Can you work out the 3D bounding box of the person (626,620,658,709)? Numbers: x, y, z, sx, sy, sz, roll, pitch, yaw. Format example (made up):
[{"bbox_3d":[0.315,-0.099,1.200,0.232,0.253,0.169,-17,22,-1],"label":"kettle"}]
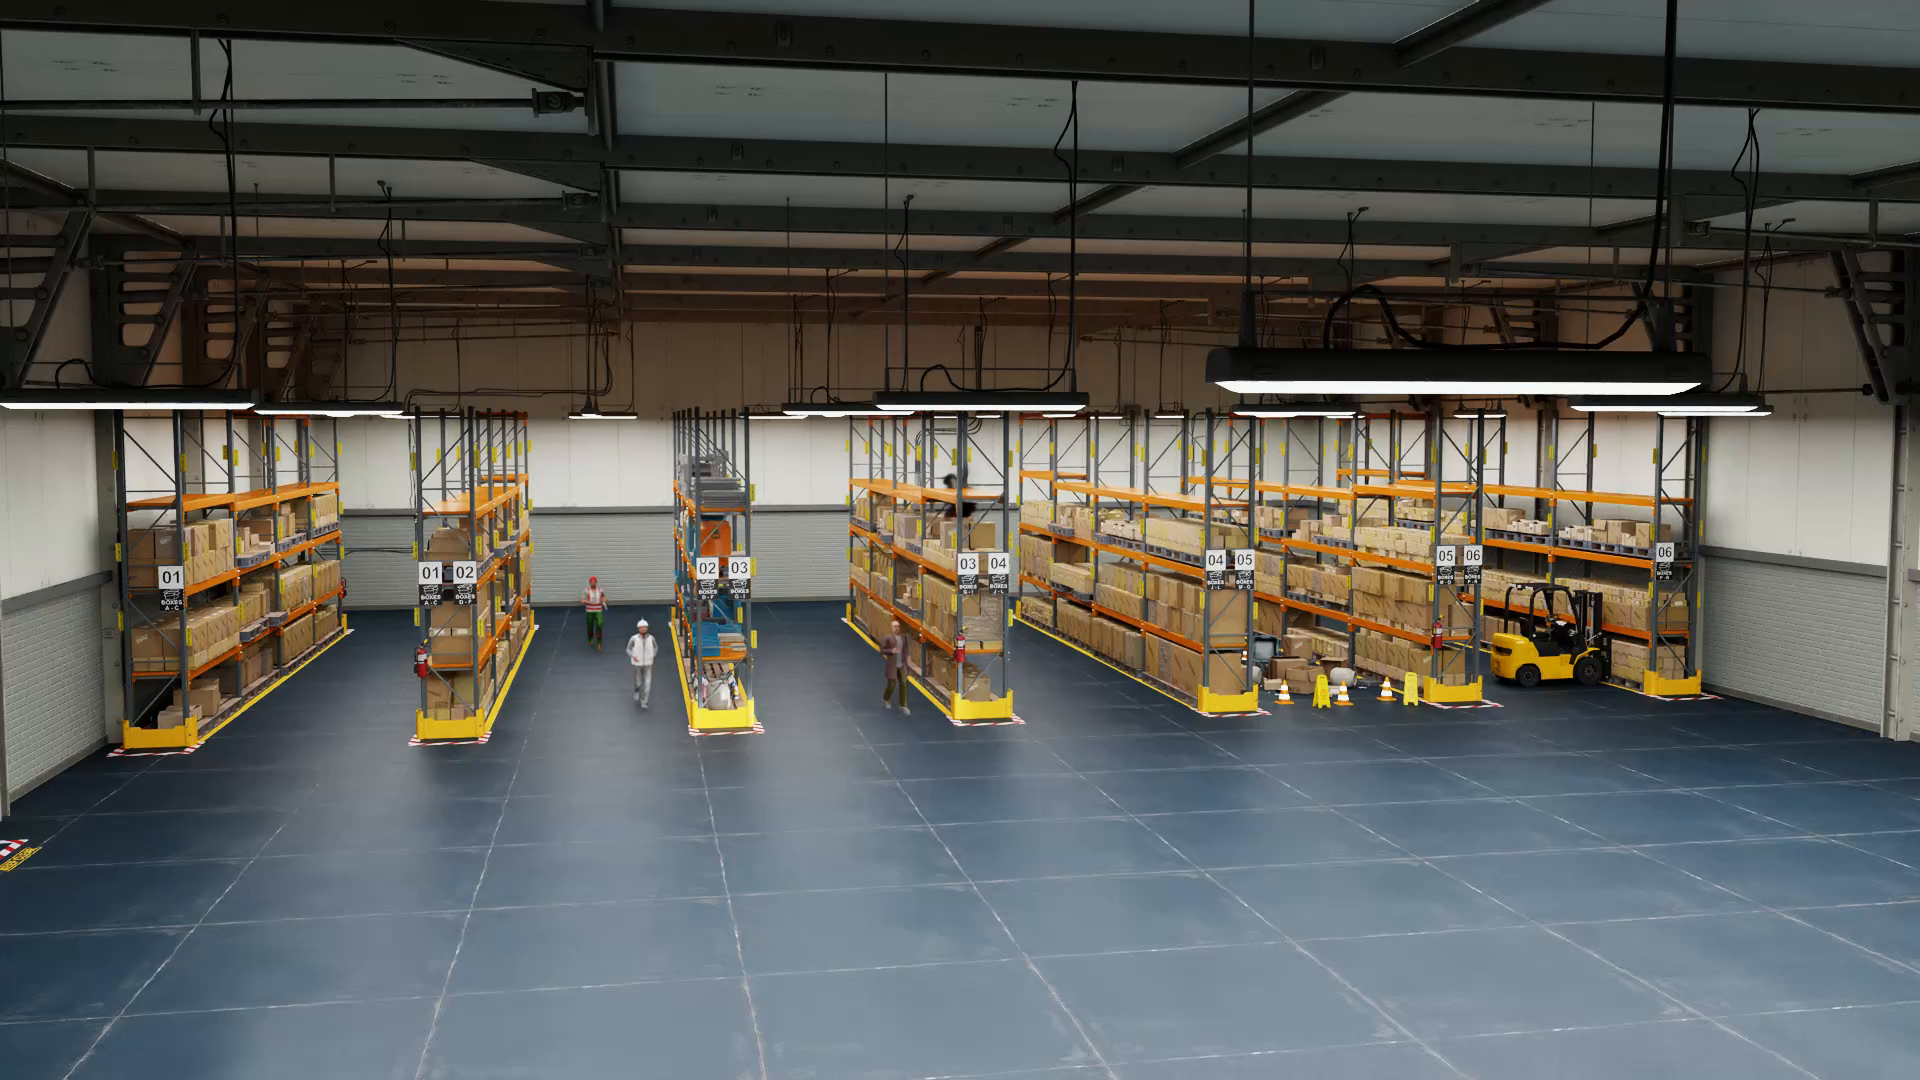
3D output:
[{"bbox_3d":[-6.363,2.477,33.350,0.657,1.748,0.752,-2,4,-21],"label":"person"}]

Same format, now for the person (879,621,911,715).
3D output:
[{"bbox_3d":[-1.252,2.525,32.633,0.708,1.697,1.000,-2,4,-24],"label":"person"}]

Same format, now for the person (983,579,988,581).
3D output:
[{"bbox_3d":[0.348,1.401,48.473,0.942,1.719,0.814,2,4,24],"label":"person"}]

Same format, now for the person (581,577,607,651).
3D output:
[{"bbox_3d":[-9.210,1.835,41.879,0.654,1.834,0.855,-1,4,-18],"label":"person"}]
